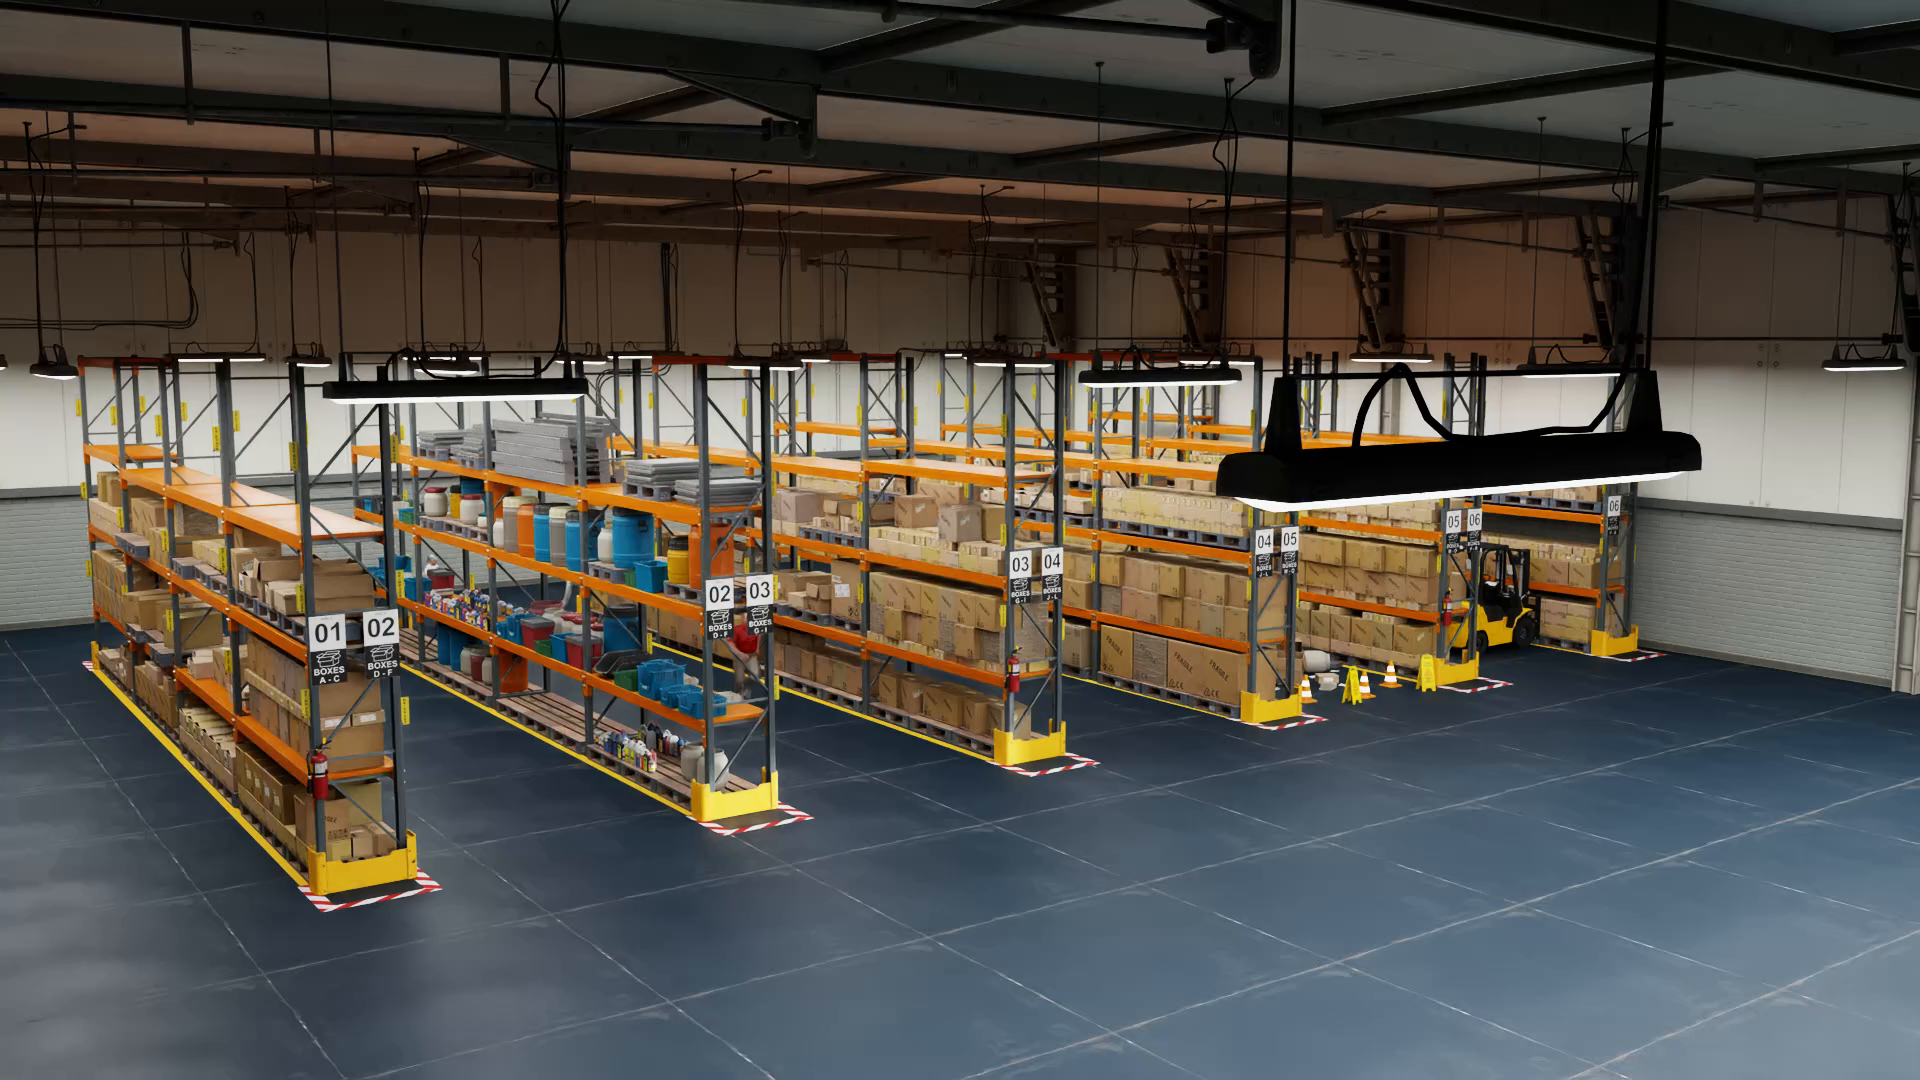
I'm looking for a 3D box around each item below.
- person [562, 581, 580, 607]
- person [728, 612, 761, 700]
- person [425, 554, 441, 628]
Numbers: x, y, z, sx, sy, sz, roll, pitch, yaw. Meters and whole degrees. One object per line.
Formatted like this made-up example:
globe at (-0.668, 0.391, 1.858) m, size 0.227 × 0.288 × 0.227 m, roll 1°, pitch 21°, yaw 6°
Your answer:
person at (-9.218, 0.708, 39.379) m, size 0.555 × 1.735 × 0.998 m, roll 5°, pitch 9°, yaw 37°
person at (-3.726, 2.030, 28.848) m, size 0.670 × 1.640 × 0.739 m, roll -3°, pitch 8°, yaw -26°
person at (-11.459, 1.106, 36.320) m, size 0.474 × 1.642 × 0.483 m, roll 1°, pitch 7°, yaw 11°
